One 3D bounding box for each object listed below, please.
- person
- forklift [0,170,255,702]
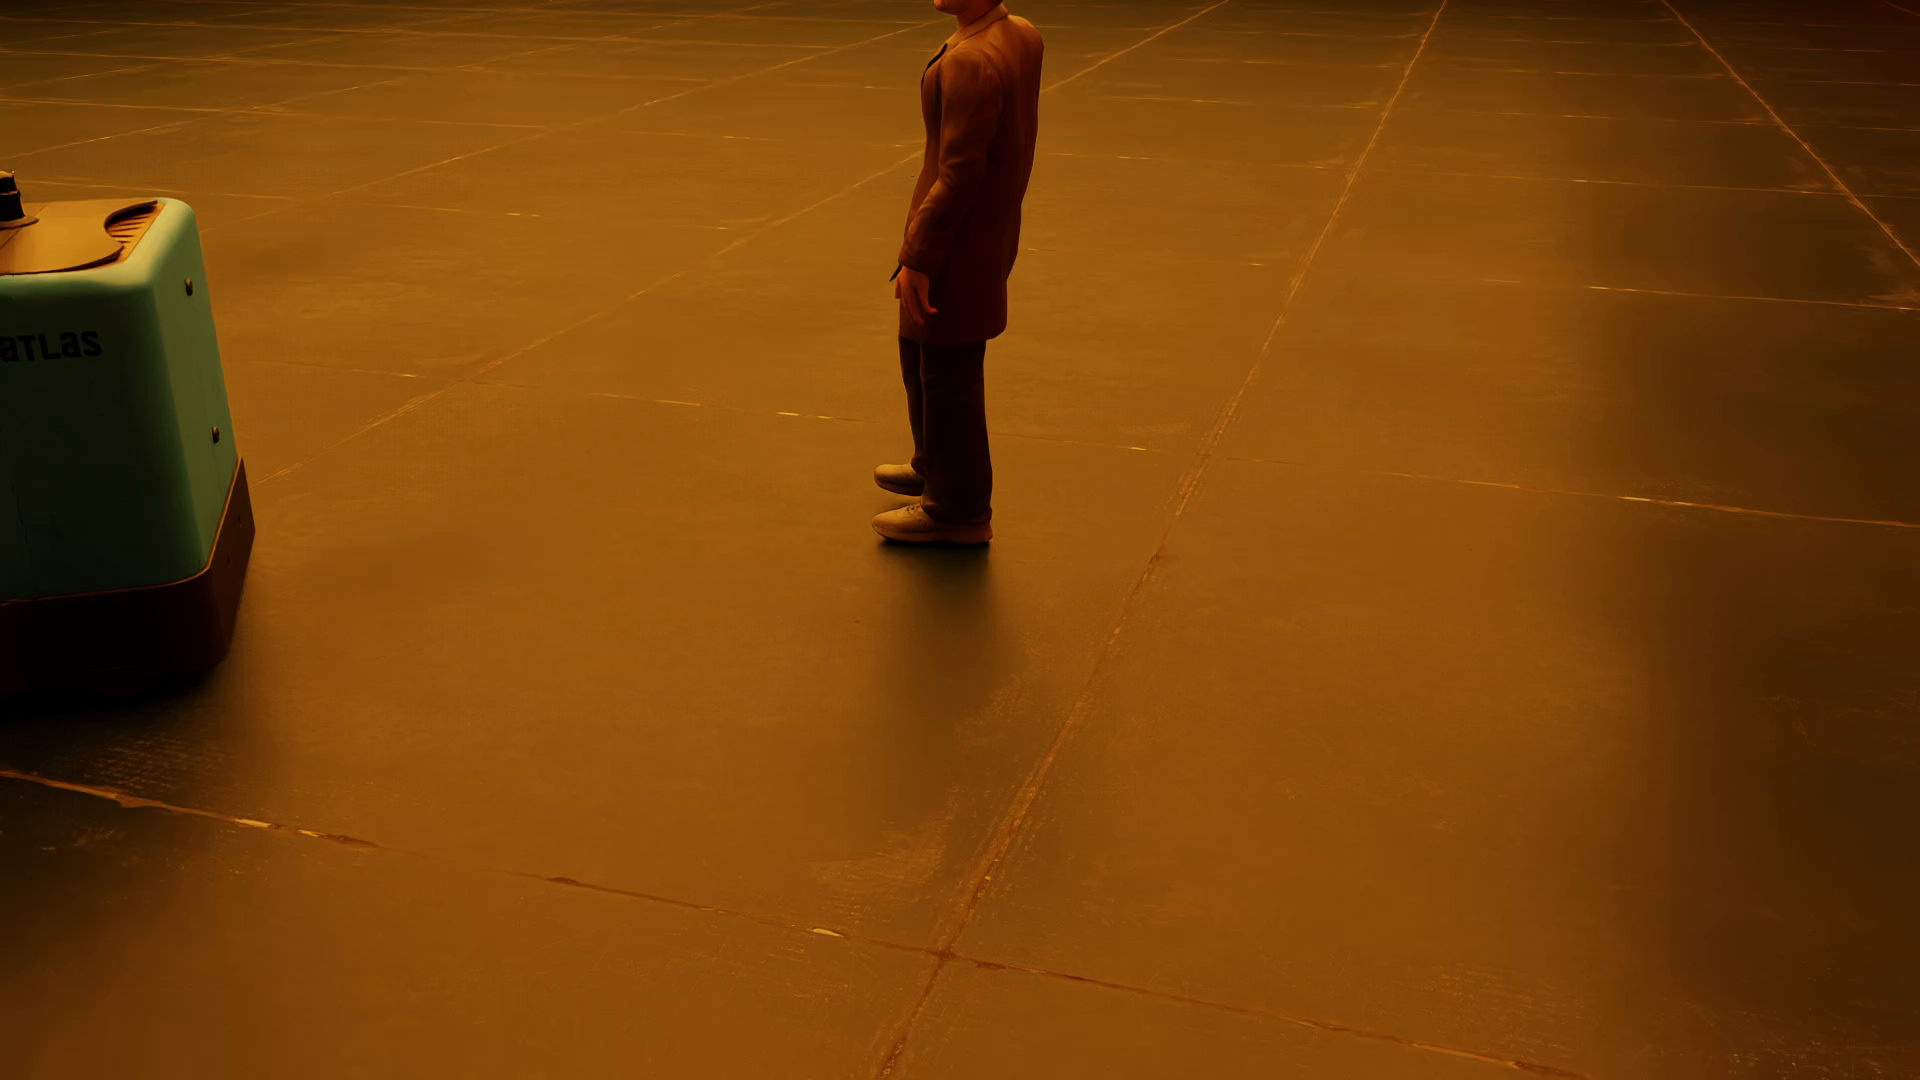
[{"bbox_3d":[-0.087,-0.841,4.807,0.580,1.777,0.698,7,23,16],"label":"person"},{"bbox_3d":[-3.443,-0.991,3.680,3.031,2.935,1.130,-7,23,-15],"label":"forklift"}]
